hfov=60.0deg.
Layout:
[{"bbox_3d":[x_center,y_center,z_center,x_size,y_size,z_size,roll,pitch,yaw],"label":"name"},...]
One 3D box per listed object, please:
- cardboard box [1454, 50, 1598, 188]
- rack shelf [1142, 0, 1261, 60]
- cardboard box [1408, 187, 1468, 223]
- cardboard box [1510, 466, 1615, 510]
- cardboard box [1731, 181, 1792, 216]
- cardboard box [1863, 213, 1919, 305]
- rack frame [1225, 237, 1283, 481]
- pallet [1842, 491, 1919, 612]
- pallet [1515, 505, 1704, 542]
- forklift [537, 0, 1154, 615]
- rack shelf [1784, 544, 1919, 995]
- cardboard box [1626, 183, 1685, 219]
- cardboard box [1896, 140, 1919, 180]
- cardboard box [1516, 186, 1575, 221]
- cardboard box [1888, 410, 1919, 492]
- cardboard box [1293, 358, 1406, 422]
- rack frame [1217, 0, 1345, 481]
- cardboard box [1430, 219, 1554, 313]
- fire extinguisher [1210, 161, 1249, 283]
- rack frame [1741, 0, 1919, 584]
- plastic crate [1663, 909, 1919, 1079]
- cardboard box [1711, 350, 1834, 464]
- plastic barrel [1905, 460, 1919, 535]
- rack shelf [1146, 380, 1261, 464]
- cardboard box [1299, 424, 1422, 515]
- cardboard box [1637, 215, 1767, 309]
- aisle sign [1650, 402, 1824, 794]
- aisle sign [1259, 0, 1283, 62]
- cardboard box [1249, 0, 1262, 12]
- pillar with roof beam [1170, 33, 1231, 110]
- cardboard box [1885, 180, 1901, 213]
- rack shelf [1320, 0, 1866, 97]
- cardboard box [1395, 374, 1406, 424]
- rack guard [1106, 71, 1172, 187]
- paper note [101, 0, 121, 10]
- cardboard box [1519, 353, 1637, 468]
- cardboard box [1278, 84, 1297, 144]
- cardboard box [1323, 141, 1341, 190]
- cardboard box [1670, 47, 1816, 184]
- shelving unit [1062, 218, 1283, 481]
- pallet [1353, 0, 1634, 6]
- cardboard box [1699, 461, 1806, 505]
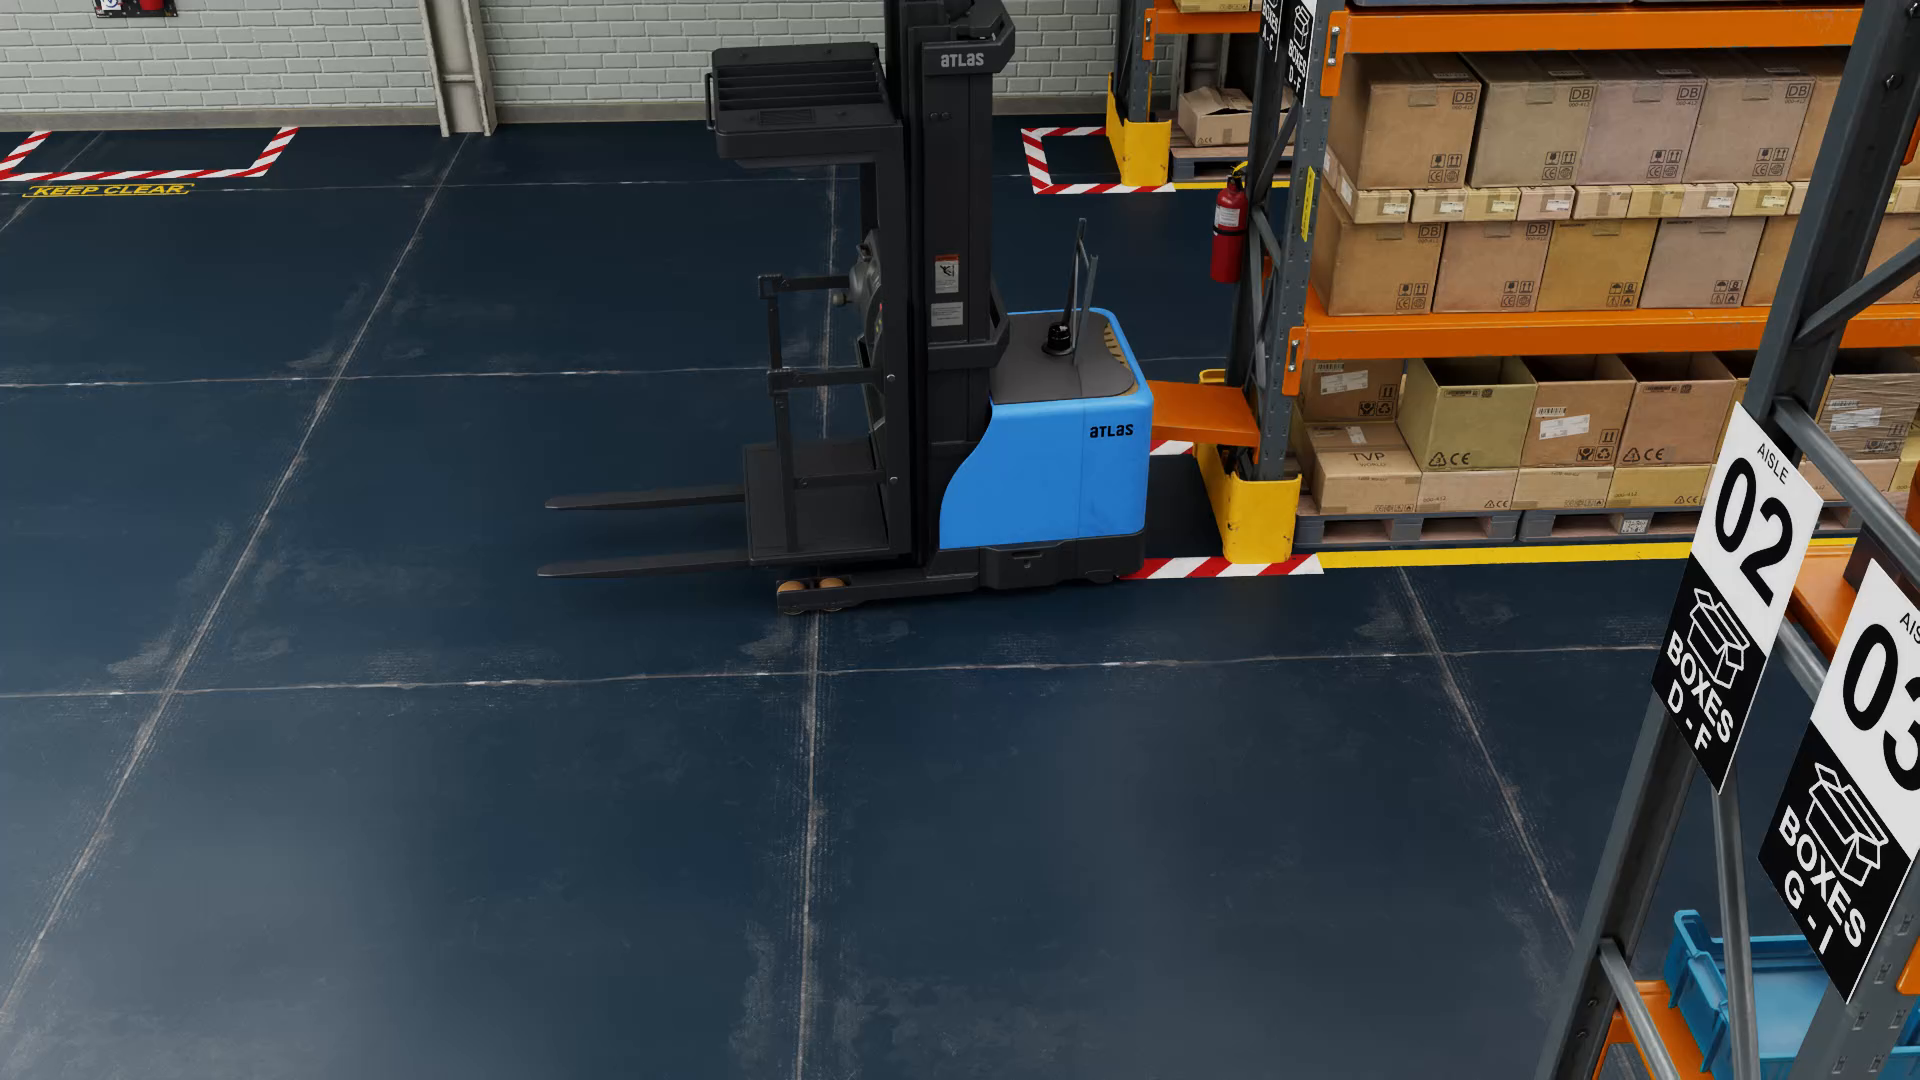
[{"bbox_3d":[2.595,-2.043,7.875,0.500,0.500,0.700,-2,35,-3],"label":"cardboard box"},{"bbox_3d":[3.310,-4.018,12.589,4.000,0.370,1.077,-2,35,-2],"label":"rack shelf"},{"bbox_3d":[2.216,-1.649,7.875,0.250,0.149,0.380,-2,35,-3],"label":"cardboard box"},{"bbox_3d":[3.095,-0.403,8.780,0.500,0.250,0.500,-2,35,-2],"label":"cardboard box"},{"bbox_3d":[3.751,-1.689,7.933,0.250,0.149,0.380,0,35,-1],"label":"cardboard box"},{"bbox_3d":[4.576,-1.560,8.316,0.500,0.500,0.700,-2,35,-3],"label":"cardboard box"},{"bbox_3d":[1.536,-0.750,8.495,0.032,1.500,0.500,4,32,-6],"label":"rack frame"},{"bbox_3d":[2.612,0.249,3.321,1.213,0.211,1.003,-2,35,-2],"label":"pallet"},{"bbox_3d":[3.528,-0.373,9.140,1.213,0.211,1.003,-2,35,-2],"label":"pallet"},{"bbox_3d":[-0.618,-1.156,7.881,3.031,2.935,1.130,-5,35,-7],"label":"forklift"},{"bbox_3d":[3.779,0.380,3.598,4.000,0.370,1.077,-2,35,-2],"label":"rack shelf"},{"bbox_3d":[3.239,-1.676,7.915,0.250,0.149,0.380,-2,35,-3],"label":"cardboard box"},{"bbox_3d":[4.598,-2.097,7.952,0.500,0.500,0.700,-2,35,-2],"label":"cardboard box"},{"bbox_3d":[2.717,-1.661,7.892,0.250,0.149,0.380,-2,35,-3],"label":"cardboard box"},{"bbox_3d":[5.093,-0.458,8.859,0.500,0.250,0.500,-2,35,-2],"label":"cardboard box"},{"bbox_3d":[2.072,-0.978,8.952,0.500,0.500,0.500,-2,35,-2],"label":"cardboard box"},{"bbox_3d":[1.550,-1.444,8.237,0.127,3.000,1.000,-2,35,-2],"label":"rack frame"},{"bbox_3d":[2.541,-1.508,8.241,0.500,0.500,0.700,-1,35,-1],"label":"cardboard box"},{"bbox_3d":[1.410,-1.673,8.636,0.183,0.674,0.296,-2,35,-2],"label":"fire extinguisher"},{"bbox_3d":[1.781,-1.096,2.462,0.127,3.000,1.000,-2,35,-2],"label":"rack frame"},{"bbox_3d":[2.267,1.249,4.476,0.616,0.251,0.499,-2,35,-2],"label":"plastic crate"},{"bbox_3d":[4.094,-0.743,8.613,0.500,0.500,0.500,-2,35,-2],"label":"cardboard box"},{"bbox_3d":[2.260,-0.297,3.197,0.708,0.830,0.600,-2,35,-2],"label":"plastic barrel"},{"bbox_3d":[1.011,-0.634,8.533,1.000,0.185,0.538,4,32,-6],"label":"rack shelf"},{"bbox_3d":[2.096,-0.374,8.739,0.500,0.250,0.500,-2,35,-2],"label":"cardboard box"},{"bbox_3d":[3.563,-1.534,8.279,0.500,0.500,0.700,-1,35,-1],"label":"cardboard box"},{"bbox_3d":[1.695,0.135,3.670,0.004,0.787,0.394,-2,35,-2],"label":"aisle sign"},{"bbox_3d":[1.471,-2.679,7.736,0.004,0.787,0.394,-2,35,-2],"label":"aisle sign"},{"bbox_3d":[2.332,-4.061,12.133,0.500,0.250,0.500,-3,35,-4],"label":"cardboard box"},{"bbox_3d":[2.174,-4.790,7.801,0.400,9.000,9.100,-2,35,-2],"label":"pillar with roof beam"},{"bbox_3d":[4.268,-1.705,7.955,0.250,0.149,0.380,-2,35,-2],"label":"cardboard box"},{"bbox_3d":[3.548,-2.436,7.666,4.000,0.370,1.077,-2,35,-2],"label":"rack shelf"},{"bbox_3d":[2.571,-0.689,9.193,0.500,0.250,0.500,-2,35,-2],"label":"cardboard box"},{"bbox_3d":[1.388,-3.234,13.020,0.348,0.500,1.175,-2,35,-2],"label":"rack guard"},{"bbox_3d":[-6.673,-4.236,13.046,0.142,0.148,0.016,-2,35,-2],"label":"paper note"},{"bbox_3d":[3.095,-0.718,8.576,0.500,0.500,0.500,-2,35,-2],"label":"cardboard box"},{"bbox_3d":[2.577,-3.318,12.921,0.500,0.311,0.500,1,35,2],"label":"cardboard box"},{"bbox_3d":[1.923,-1.871,8.196,0.250,0.149,0.380,-2,35,-3],"label":"cardboard box"},{"bbox_3d":[3.599,-2.071,7.914,0.500,0.500,0.700,-2,35,-2],"label":"cardboard box"},{"bbox_3d":[1.041,-0.784,8.439,1.083,1.500,0.587,4,32,-6],"label":"shelving unit"},{"bbox_3d":[2.258,-2.646,7.415,1.213,0.211,1.003,-2,35,-2],"label":"pallet"},{"bbox_3d":[4.094,-0.428,8.816,0.500,0.250,0.500,-2,35,-2],"label":"cardboard box"}]
